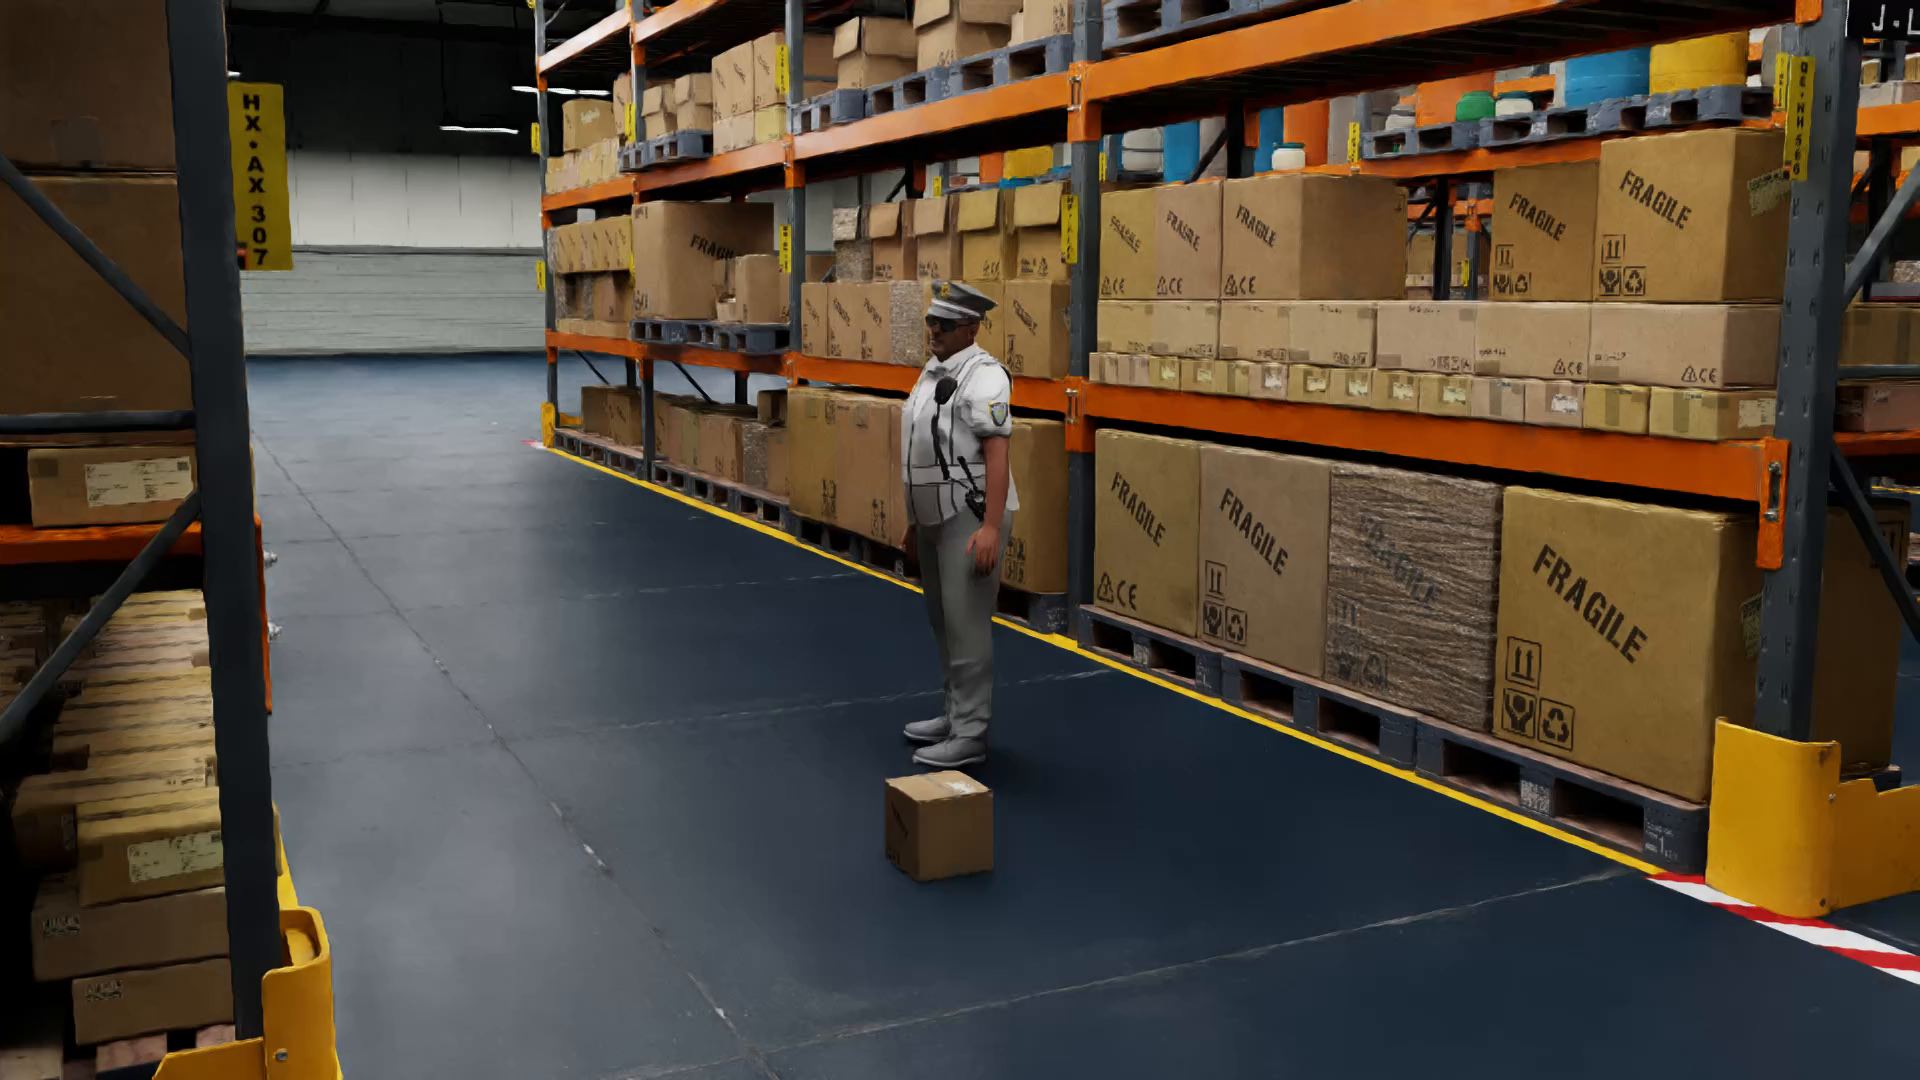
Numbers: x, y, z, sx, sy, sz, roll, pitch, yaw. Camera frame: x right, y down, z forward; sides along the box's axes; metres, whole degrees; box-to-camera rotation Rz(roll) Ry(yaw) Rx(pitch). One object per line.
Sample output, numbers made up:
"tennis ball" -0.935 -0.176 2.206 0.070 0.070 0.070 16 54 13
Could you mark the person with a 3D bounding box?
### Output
"person" -0.046 -0.068 6.124 0.487 1.762 0.614 -4 9 -27
